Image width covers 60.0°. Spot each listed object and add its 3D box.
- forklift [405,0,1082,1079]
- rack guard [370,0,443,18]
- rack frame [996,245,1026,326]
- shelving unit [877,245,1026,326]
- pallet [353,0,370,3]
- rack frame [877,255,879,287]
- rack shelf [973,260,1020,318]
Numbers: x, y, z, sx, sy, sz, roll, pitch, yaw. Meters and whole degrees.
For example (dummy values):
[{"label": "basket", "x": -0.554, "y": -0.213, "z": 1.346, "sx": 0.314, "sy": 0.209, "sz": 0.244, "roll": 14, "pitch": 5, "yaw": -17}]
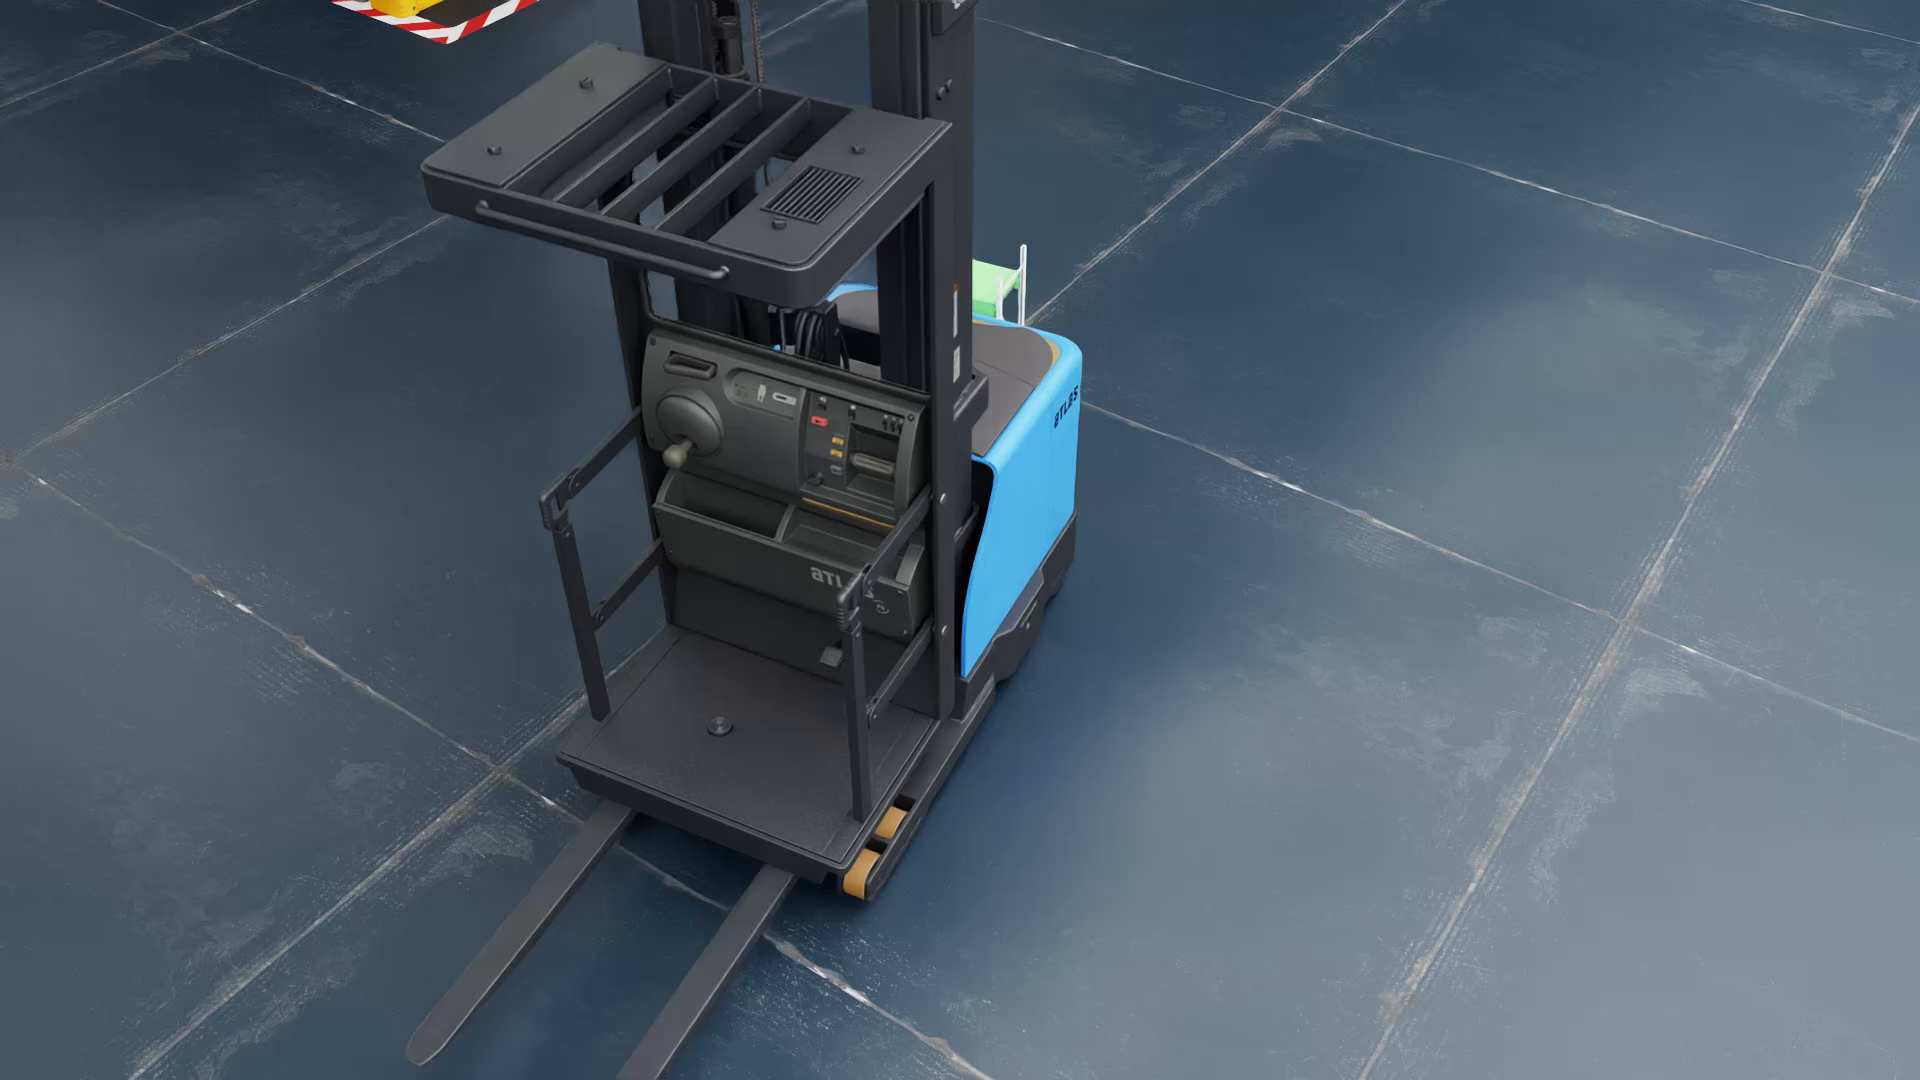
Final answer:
[{"label": "forklift", "x": -0.638, "y": -0.257, "z": 4.839, "sx": 1.130, "sy": 2.935, "sz": 3.031, "roll": 18, "pitch": 45, "yaw": 19}, {"label": "rack guard", "x": -3.279, "y": -3.818, "z": 10.642, "sx": 0.348, "sy": 0.500, "sz": 1.175, "roll": 25, "pitch": 48, "yaw": 25}, {"label": "rack frame", "x": 0.189, "y": -0.576, "z": 6.494, "sx": 0.015, "sy": 1.200, "sz": 0.240, "roll": 17, "pitch": 45, "yaw": 18}, {"label": "shelving unit", "x": -0.032, "y": -0.645, "z": 6.571, "sx": 0.503, "sy": 1.200, "sz": 0.258, "roll": 17, "pitch": 45, "yaw": 18}, {"label": "pallet", "x": -3.999, "y": -3.983, "z": 11.043, "sx": 1.213, "sy": 0.211, "sz": 1.003, "roll": 25, "pitch": 48, "yaw": 25}, {"label": "rack frame", "x": -0.253, "y": -0.713, "z": 6.648, "sx": 0.015, "sy": 1.200, "sz": 0.240, "roll": 17, "pitch": 45, "yaw": 18}, {"label": "rack shelf", "x": -0.032, "y": -0.955, "z": 6.293, "sx": 0.480, "sy": 0.148, "sz": 0.258, "roll": 17, "pitch": 45, "yaw": 18}]
